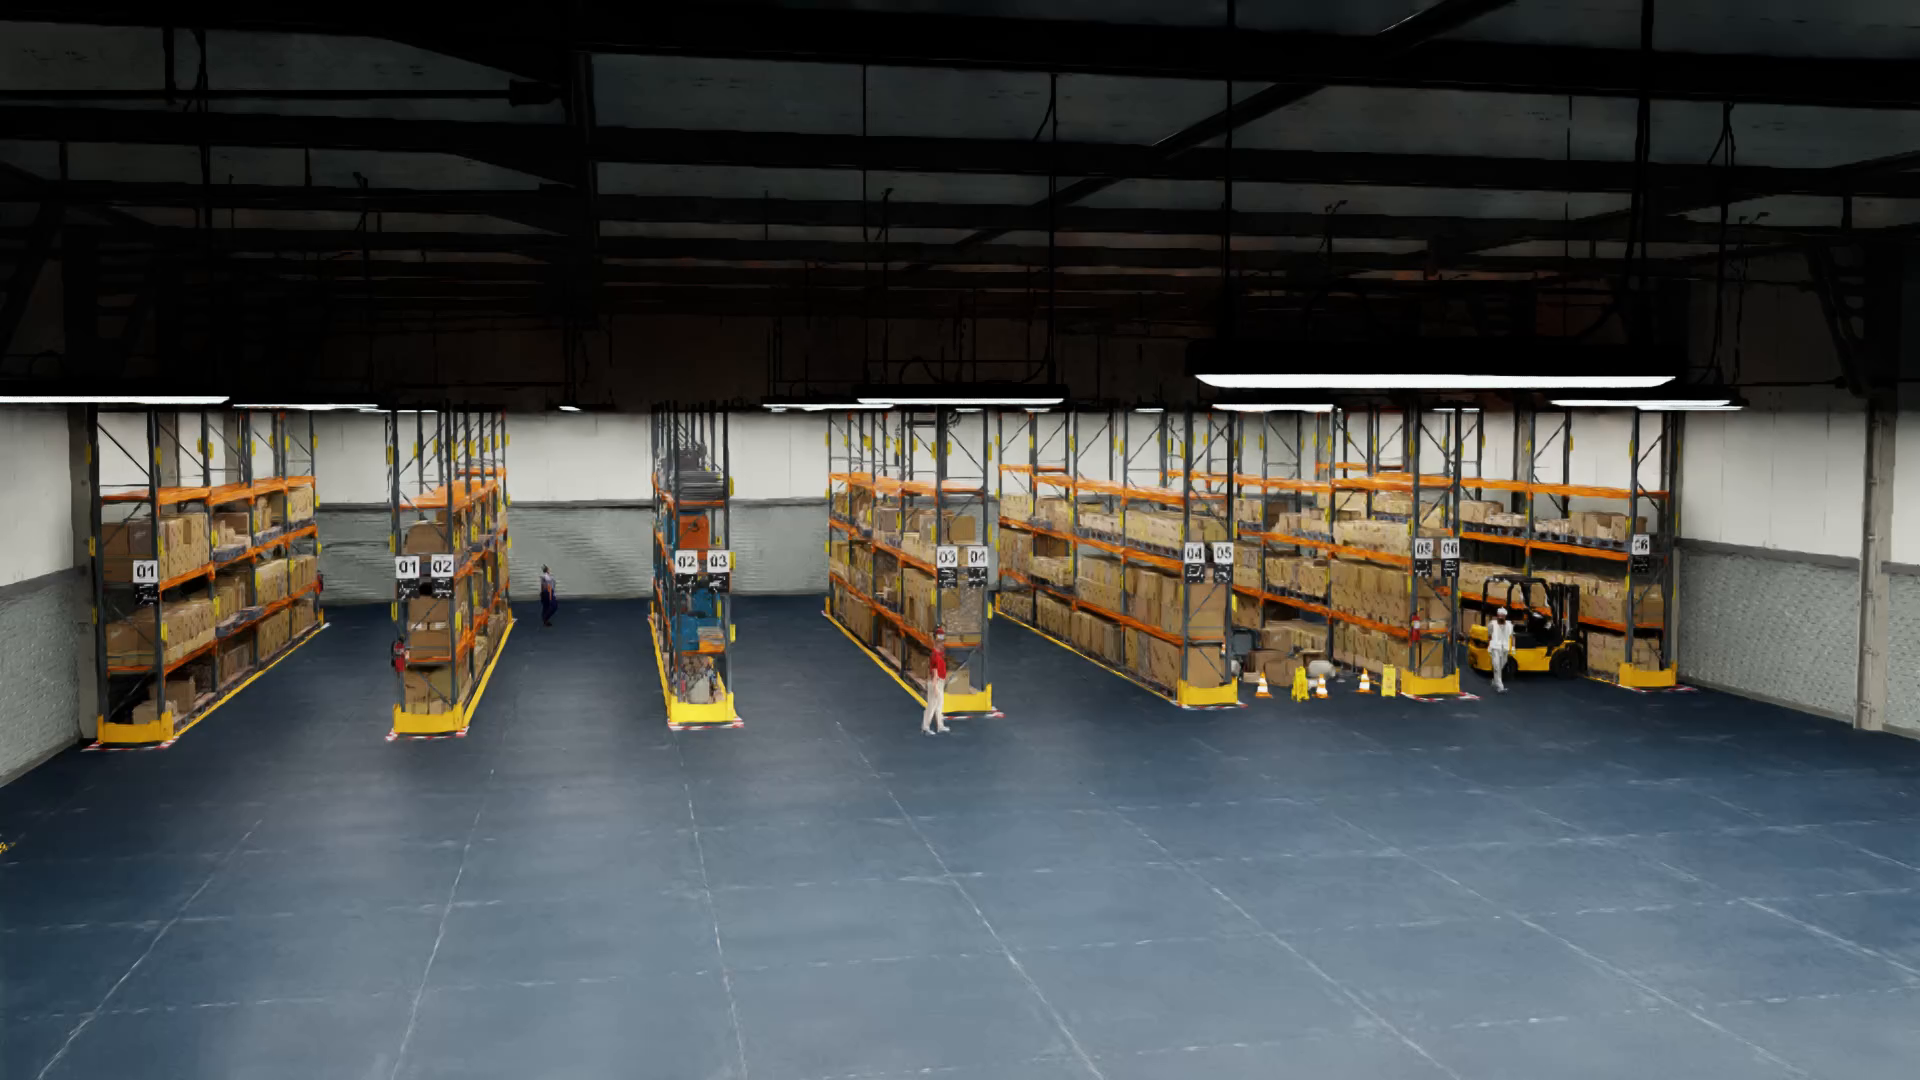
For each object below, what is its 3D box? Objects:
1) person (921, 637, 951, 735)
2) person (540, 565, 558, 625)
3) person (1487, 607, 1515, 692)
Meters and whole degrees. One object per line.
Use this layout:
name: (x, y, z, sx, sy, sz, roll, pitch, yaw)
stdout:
person: (-0.432, 2.608, 29.863, 0.528, 1.724, 0.662, 0, 4, 0)
person: (-11.194, 1.507, 45.071, 0.437, 1.645, 0.539, -4, 6, -41)
person: (11.227, 2.246, 34.470, 0.535, 1.735, 1.019, 0, 4, -6)
